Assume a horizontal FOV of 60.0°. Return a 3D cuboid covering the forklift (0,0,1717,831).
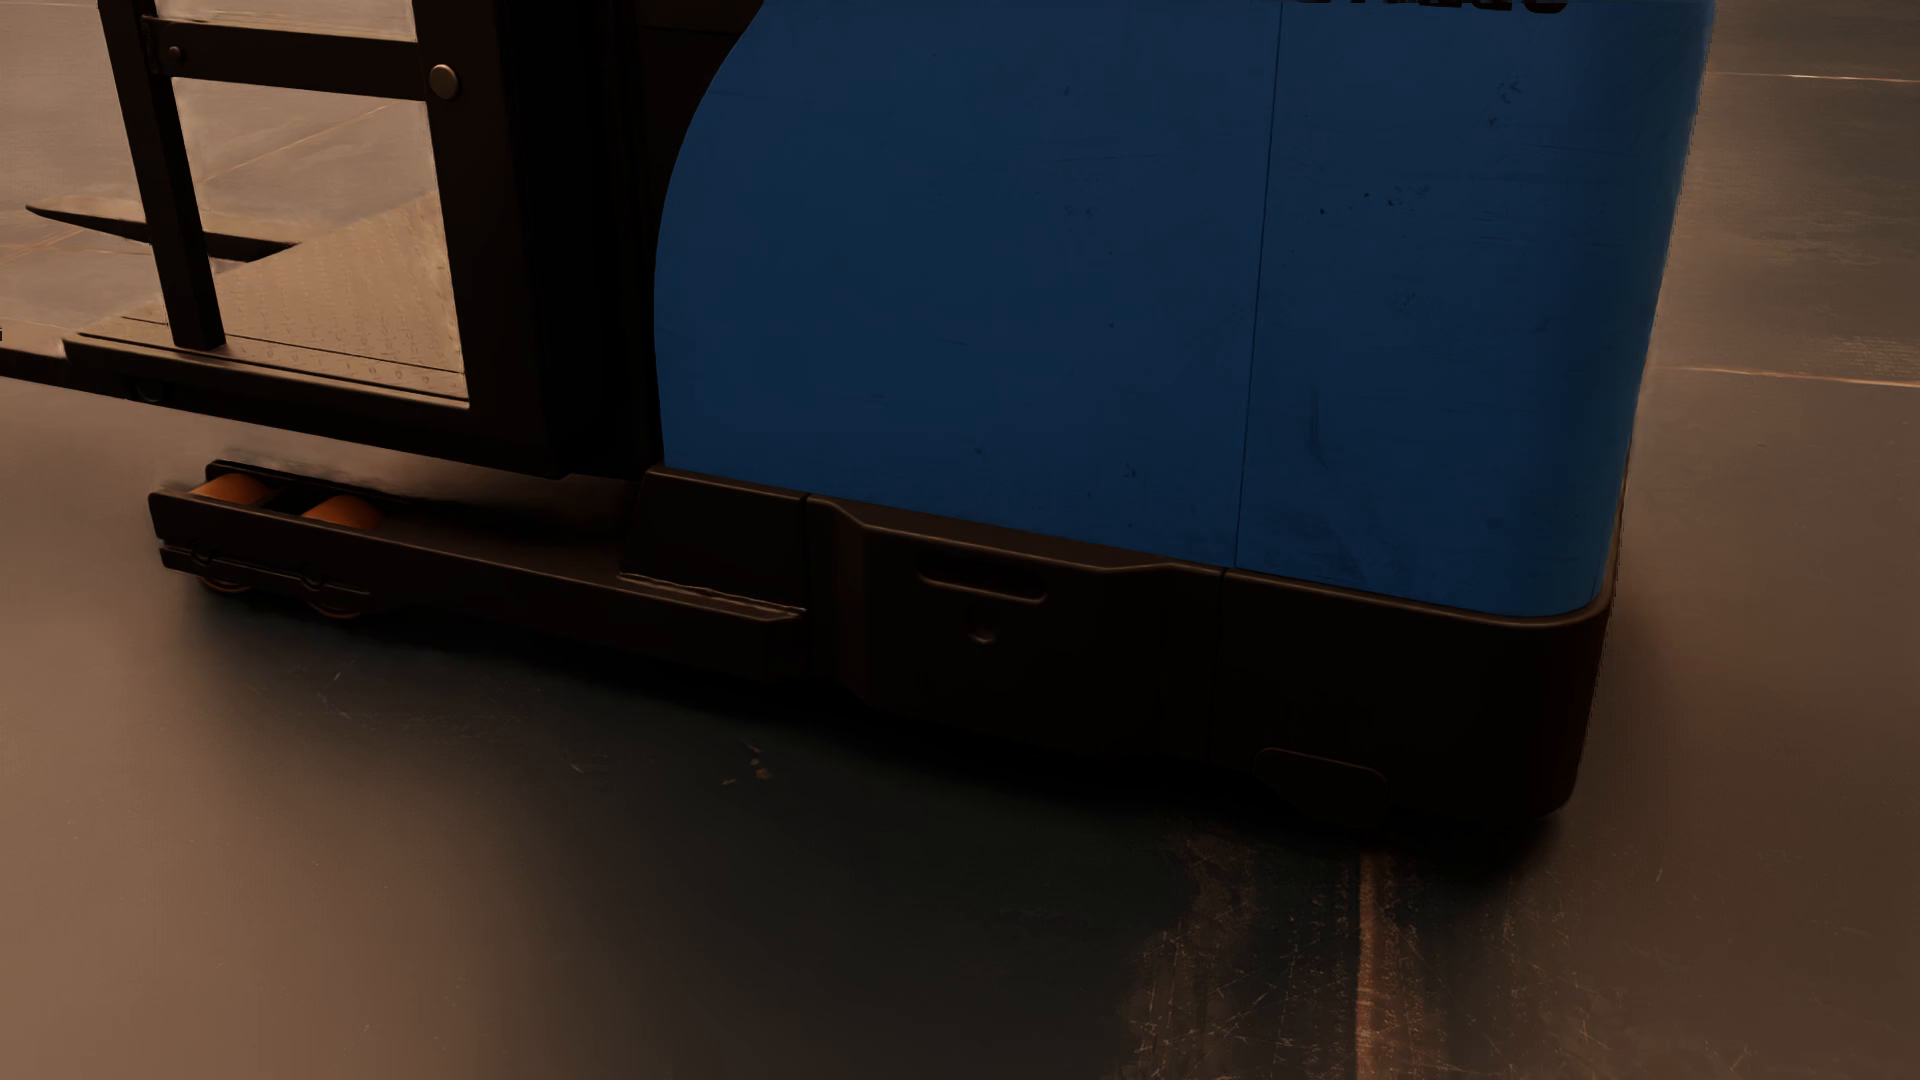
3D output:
[{"bbox_3d":[-0.578,-1.407,2.035,3.031,2.935,1.130,10,29,20],"label":"forklift"}]
